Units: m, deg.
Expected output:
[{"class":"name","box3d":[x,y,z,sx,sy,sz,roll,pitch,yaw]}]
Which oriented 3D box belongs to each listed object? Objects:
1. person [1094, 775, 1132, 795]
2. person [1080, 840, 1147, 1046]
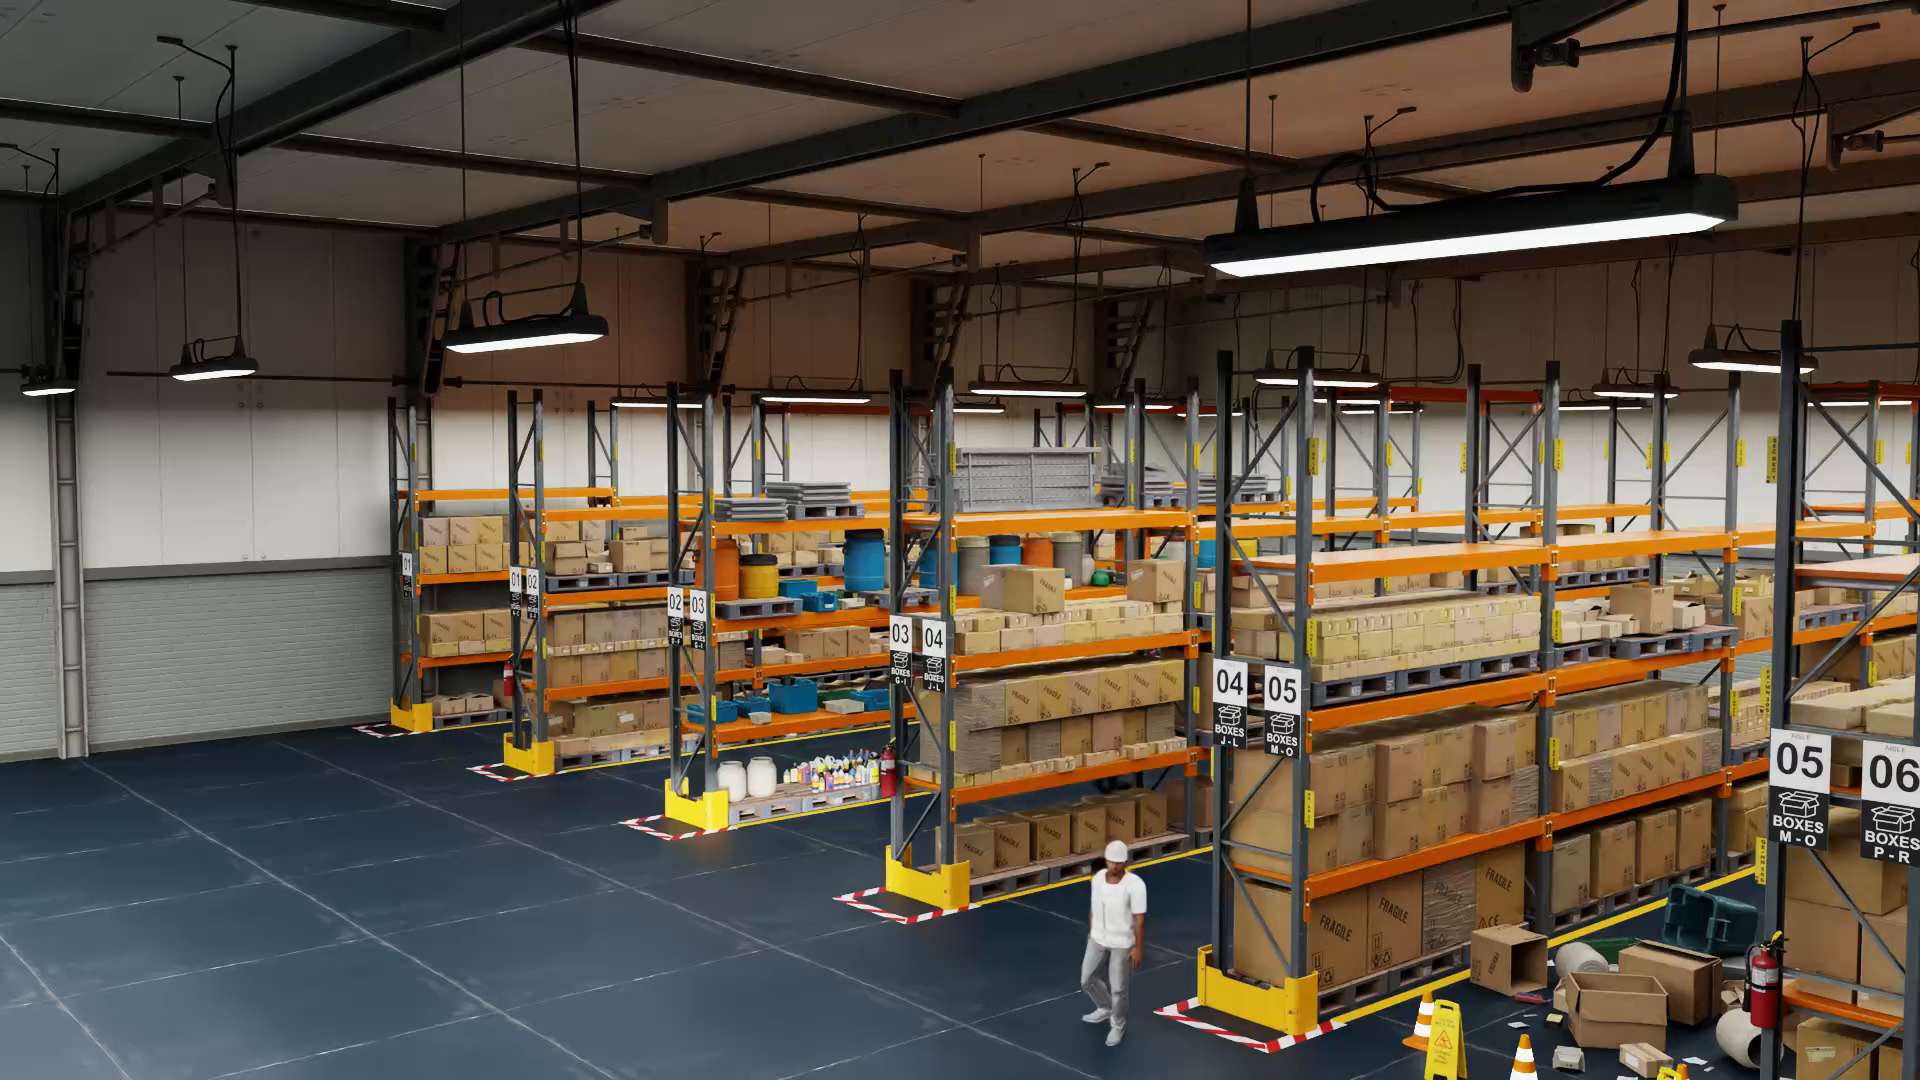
[{"class":"person","box3d":[2.144,3.109,23.163,0.909,1.423,0.543,-1,4,-23]},{"class":"person","box3d":[1.328,3.451,14.328,0.663,1.784,0.471,3,4,37]}]
